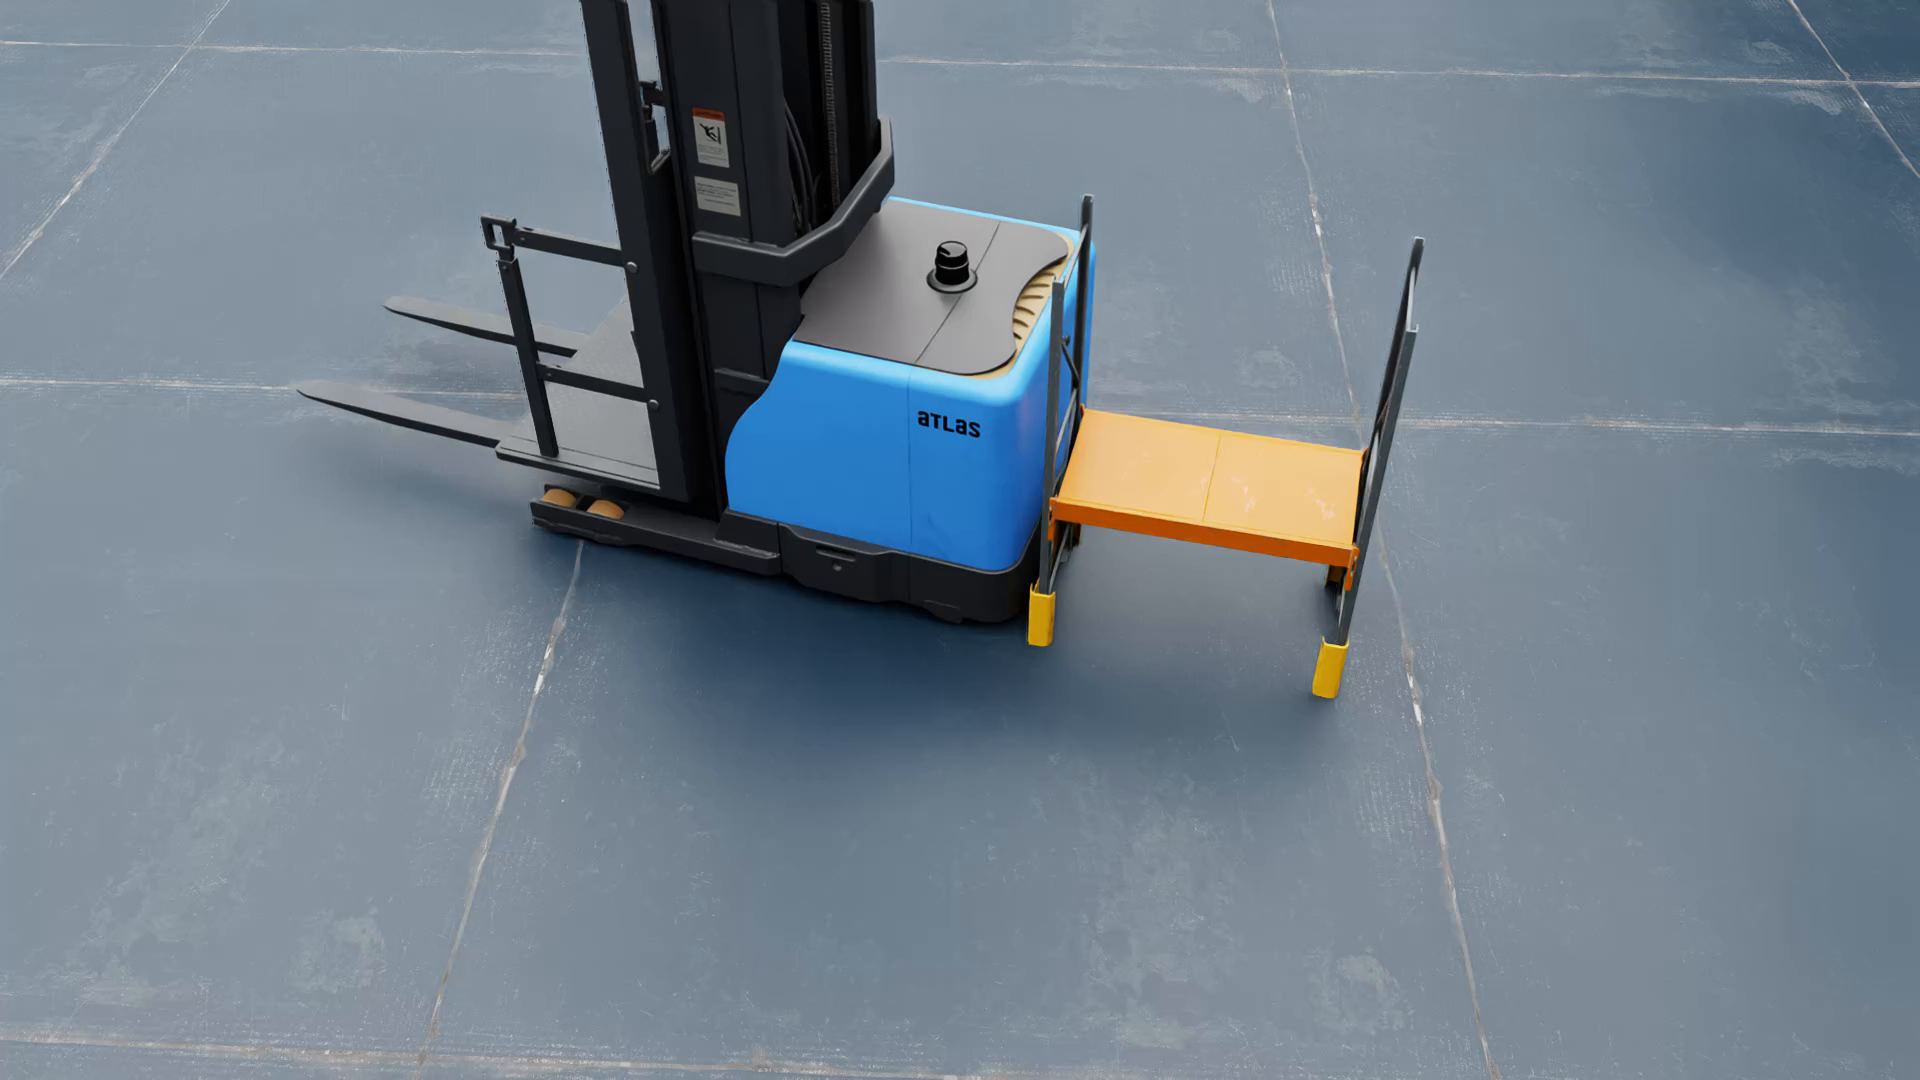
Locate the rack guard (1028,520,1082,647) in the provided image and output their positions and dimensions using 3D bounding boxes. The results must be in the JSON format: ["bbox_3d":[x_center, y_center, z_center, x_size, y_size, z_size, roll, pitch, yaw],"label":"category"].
[{"bbox_3d":[0.346,0.088,5.972,0.087,0.250,0.587,10,44,10],"label":"rack guard"}]

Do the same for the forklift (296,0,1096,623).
[{"bbox_3d":[-1.082,-1.383,5.584,3.031,2.935,1.130,13,45,14],"label":"forklift"}]

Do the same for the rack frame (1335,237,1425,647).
[{"bbox_3d":[1.331,-0.202,5.367,0.032,1.500,0.500,10,44,10],"label":"rack frame"}]

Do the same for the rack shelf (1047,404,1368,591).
[{"bbox_3d":[0.838,-0.154,5.579,1.000,0.185,0.538,10,44,10],"label":"rack shelf"}]

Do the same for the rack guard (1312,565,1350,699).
[{"bbox_3d":[1.312,0.252,5.796,0.087,0.250,0.587,10,44,10],"label":"rack guard"}]

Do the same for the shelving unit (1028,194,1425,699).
[{"bbox_3d":[0.829,-0.287,5.458,1.083,1.500,0.587,10,44,10],"label":"shelving unit"}]

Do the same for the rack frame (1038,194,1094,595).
[{"bbox_3d":[0.345,-0.370,5.546,0.032,1.500,0.500,10,44,10],"label":"rack frame"}]
